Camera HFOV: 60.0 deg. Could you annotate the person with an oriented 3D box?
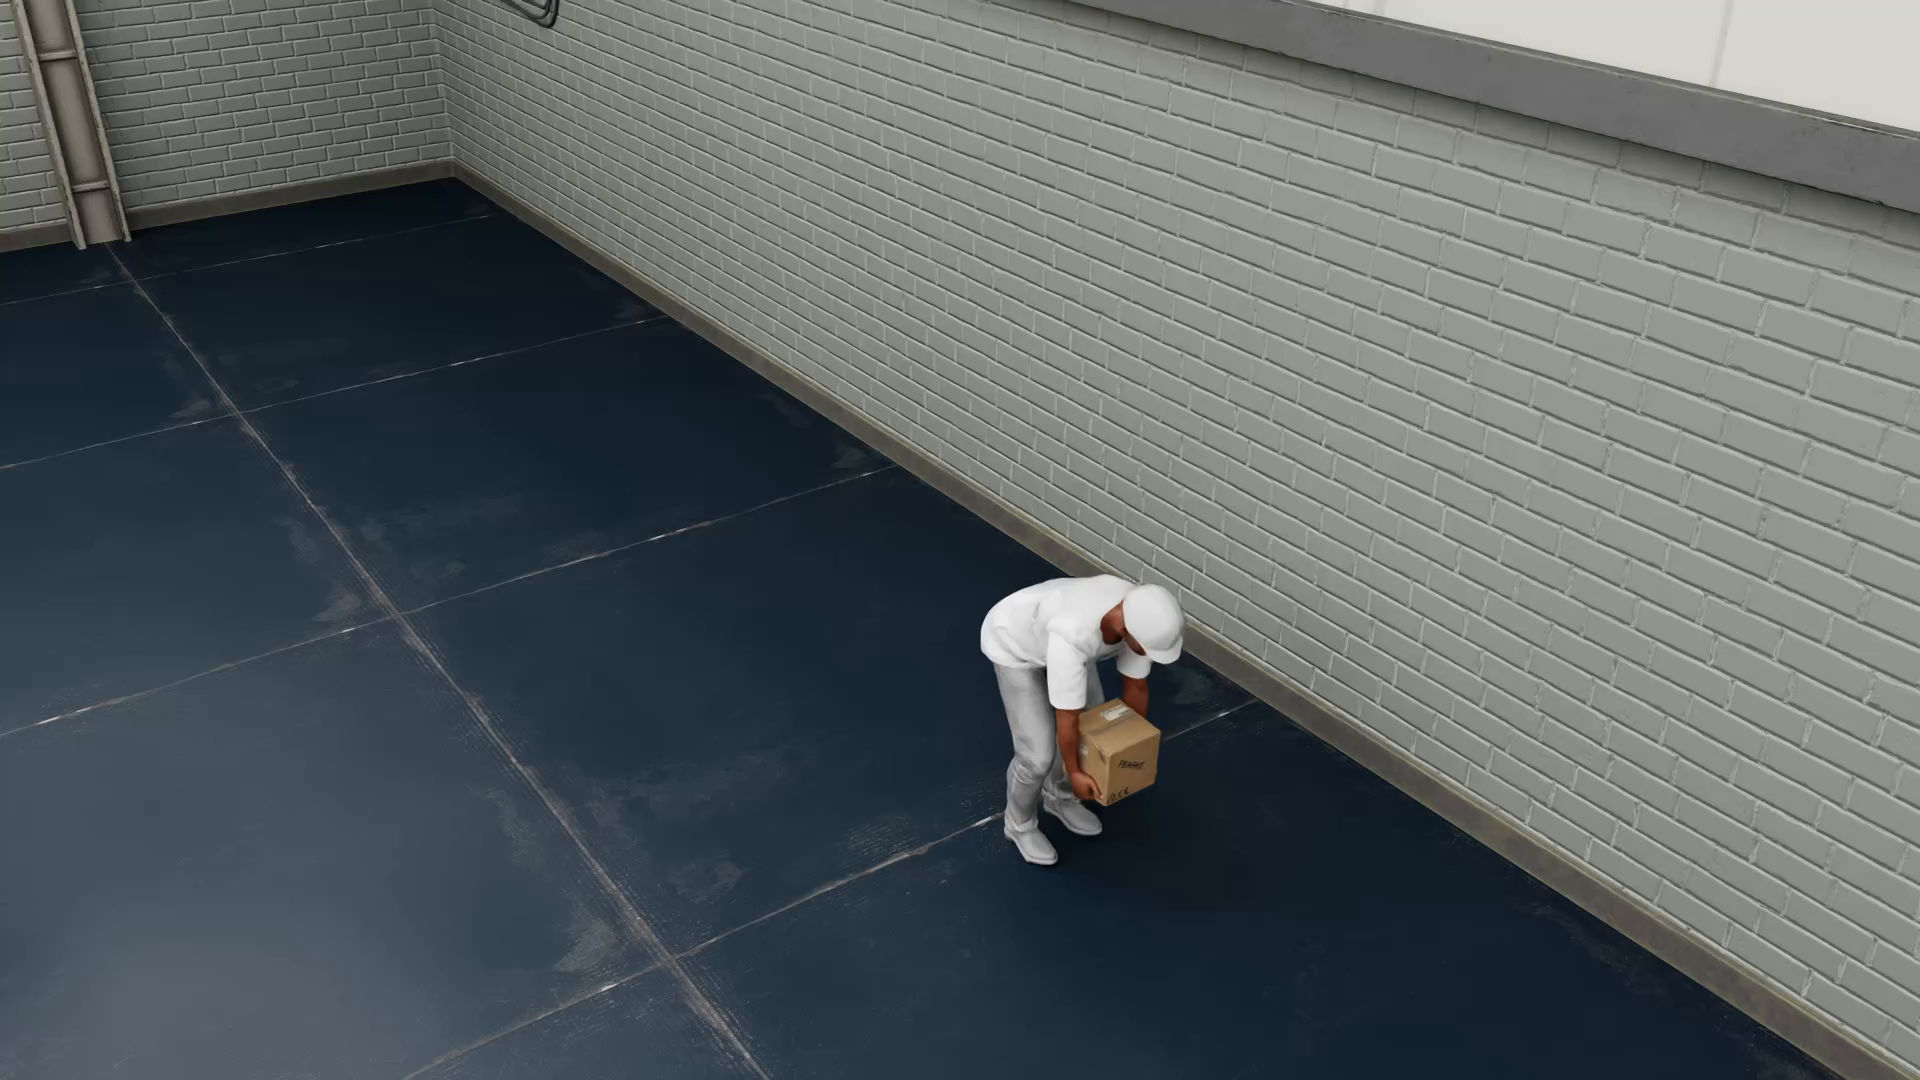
[{"bbox_3d":[0.472,0.645,6.313,0.489,1.377,0.897,-20,34,-32],"label":"person"}]
